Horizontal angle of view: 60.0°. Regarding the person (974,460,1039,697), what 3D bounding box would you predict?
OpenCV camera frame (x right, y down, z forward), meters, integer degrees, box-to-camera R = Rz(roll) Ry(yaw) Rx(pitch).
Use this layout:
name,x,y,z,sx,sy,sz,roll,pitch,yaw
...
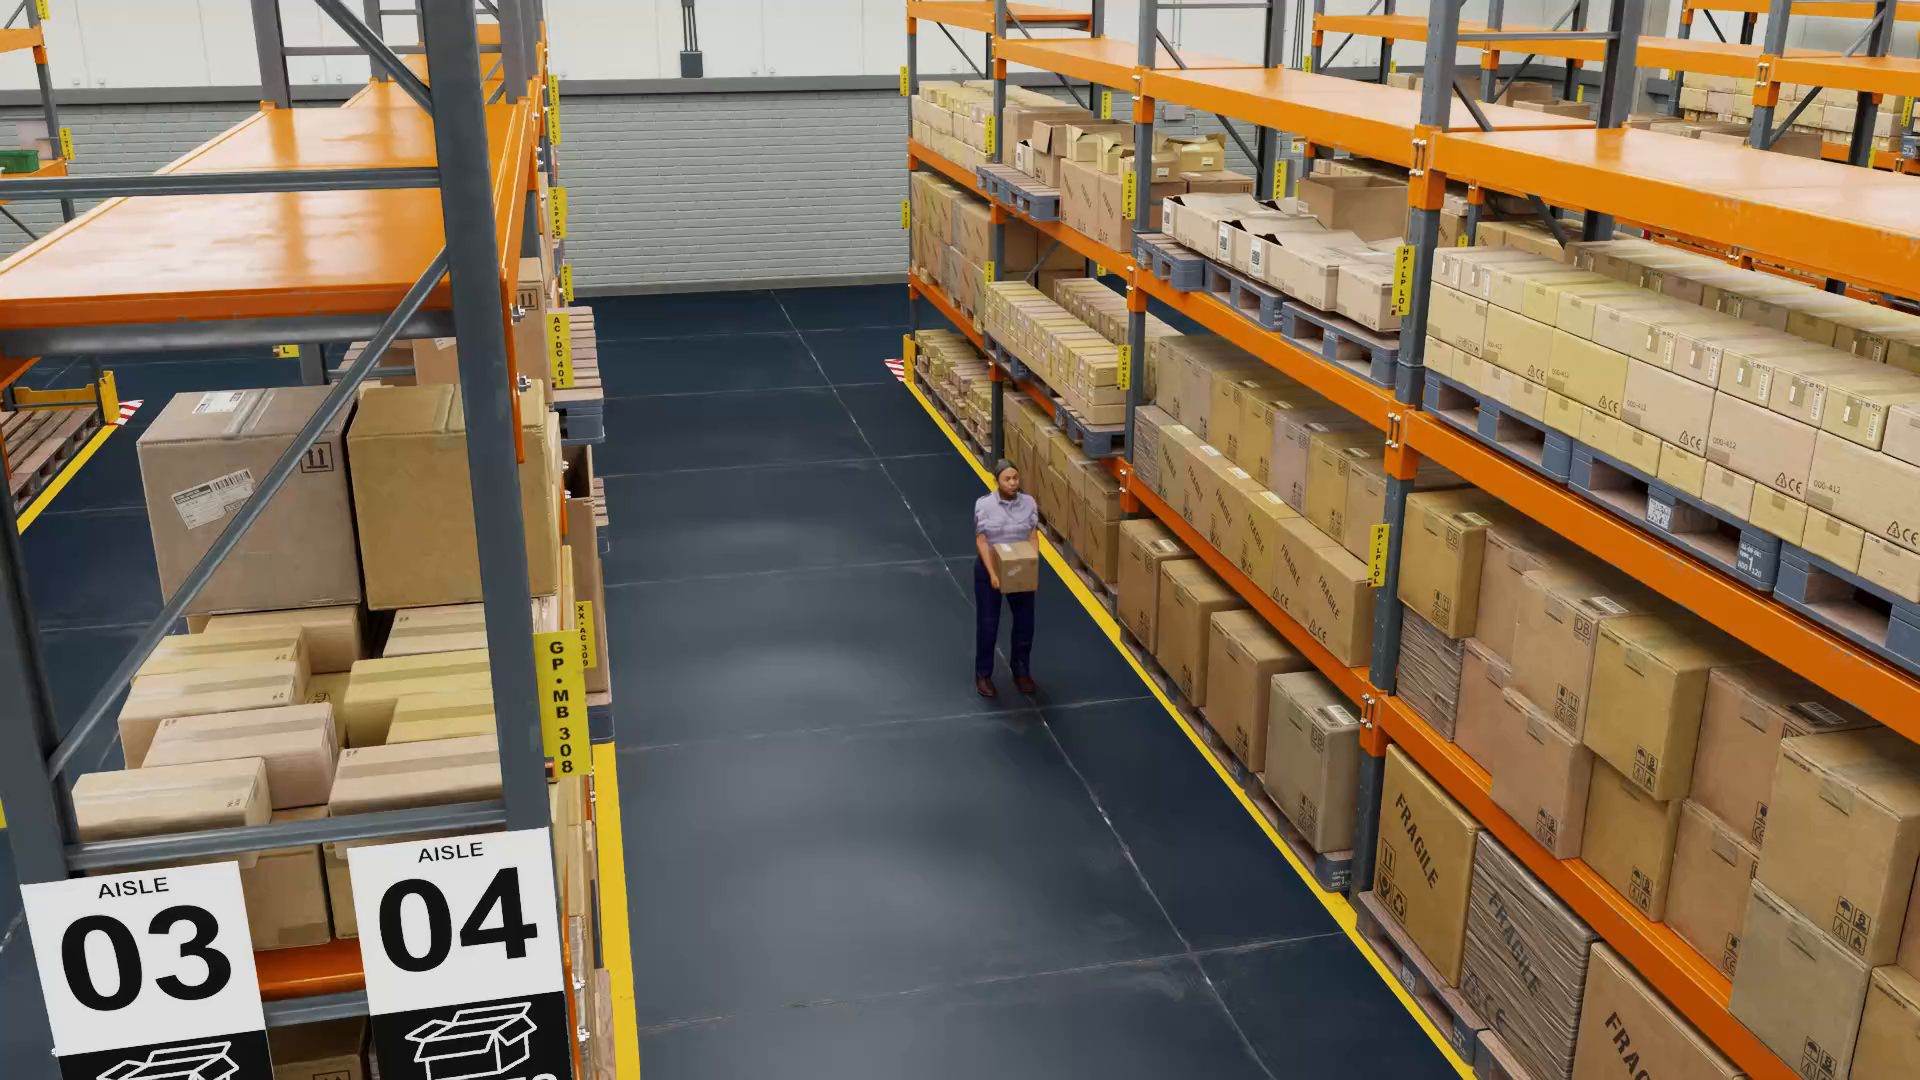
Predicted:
name,x,y,z,sx,sy,sz,roll,pitch,yaw
person,0.332,0.277,11.336,0.447,1.644,0.523,-5,20,-13
